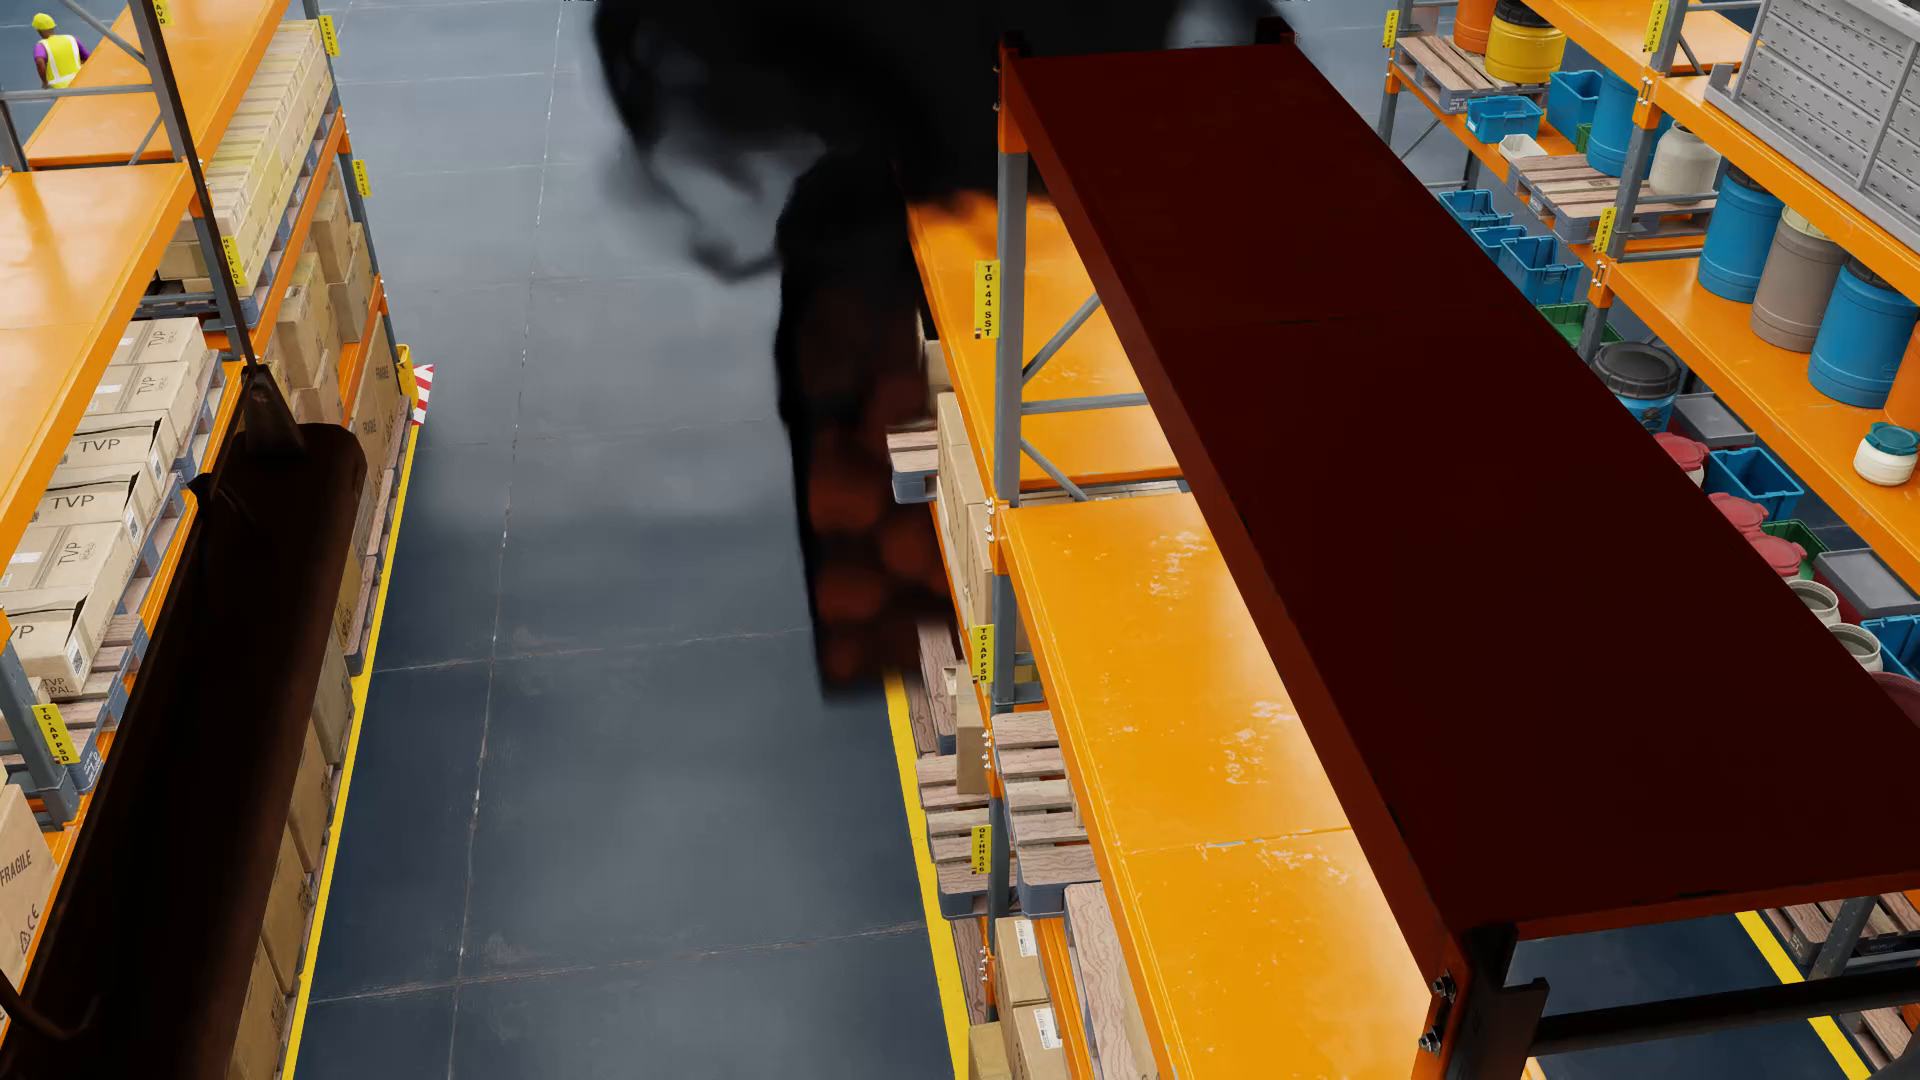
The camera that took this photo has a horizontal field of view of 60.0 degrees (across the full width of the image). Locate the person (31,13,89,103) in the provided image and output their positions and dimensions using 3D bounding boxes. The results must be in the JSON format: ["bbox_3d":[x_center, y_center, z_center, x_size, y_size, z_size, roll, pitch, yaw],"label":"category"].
[{"bbox_3d":[-10.043,-5.032,18.866,0.925,1.816,0.714,25,43,30],"label":"person"}]
